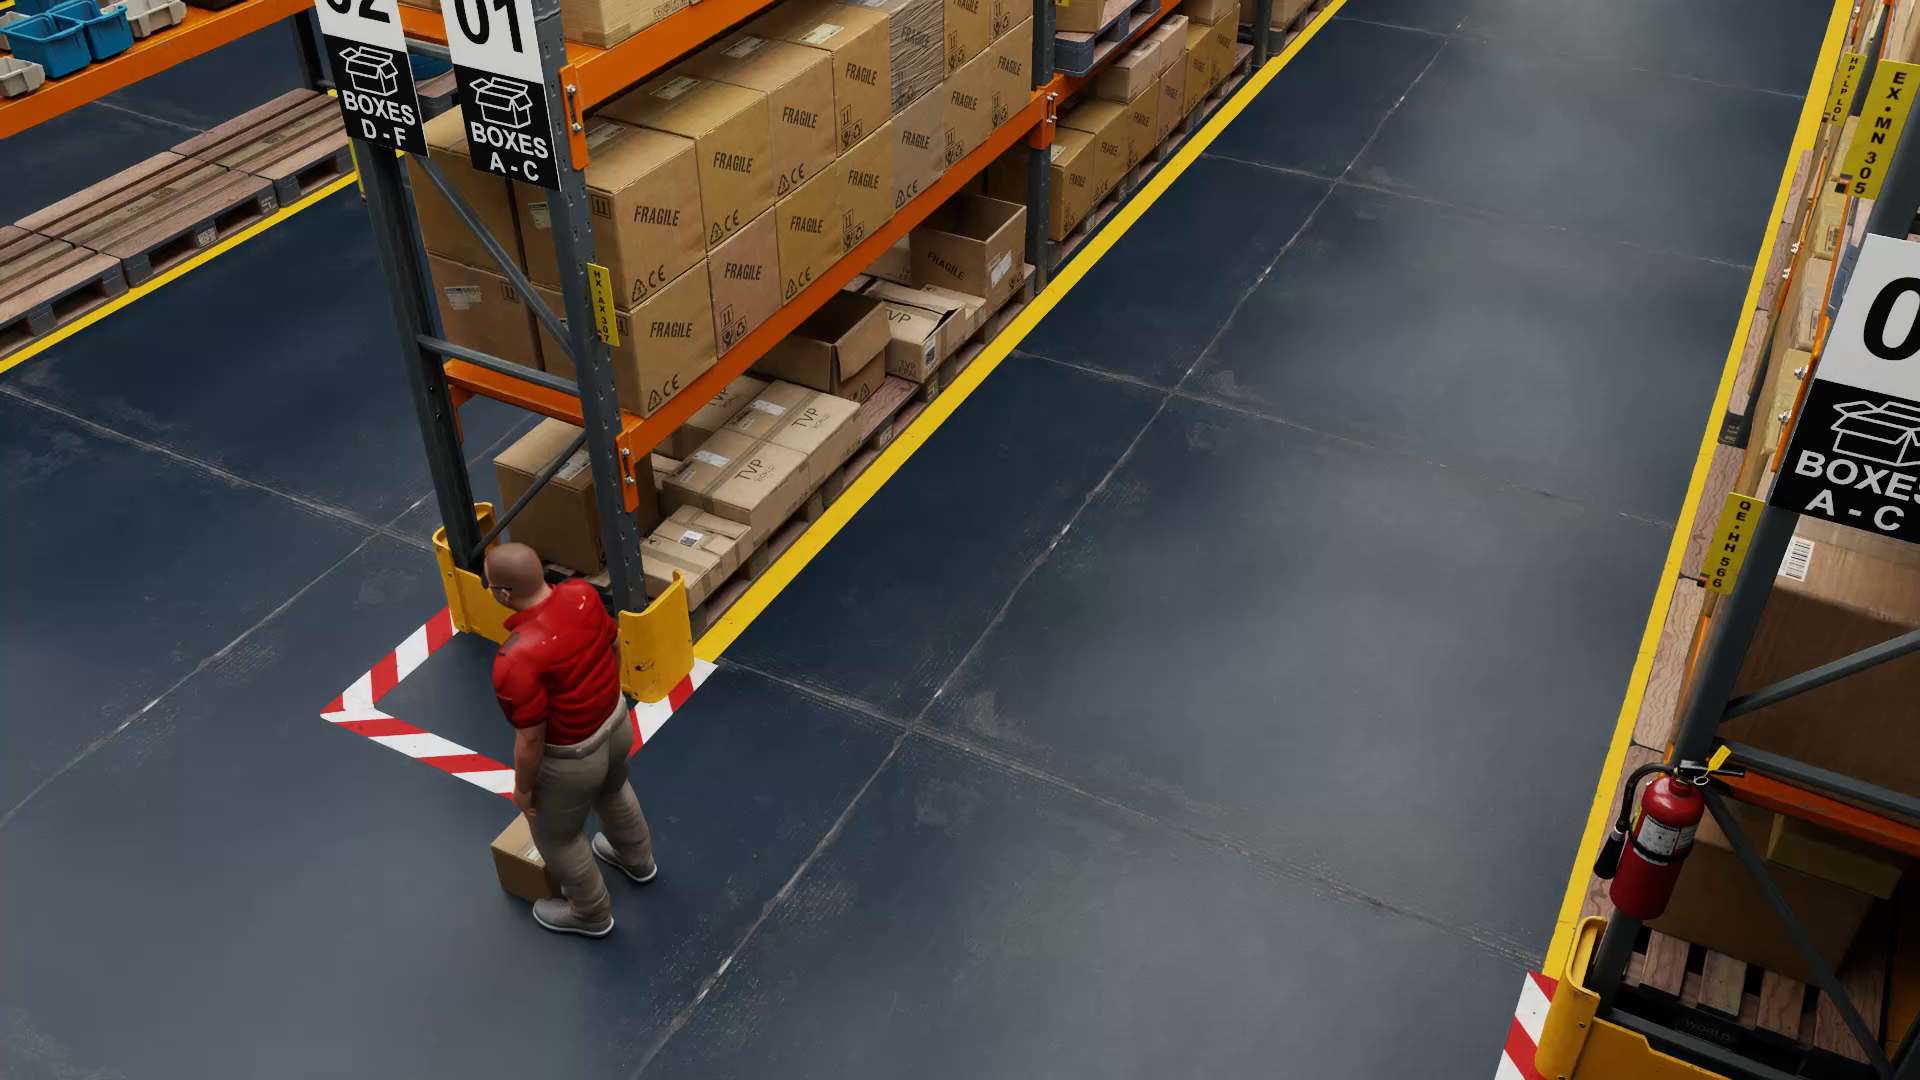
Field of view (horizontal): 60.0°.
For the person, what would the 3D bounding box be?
[{"bbox_3d":[-1.380,0.702,5.854,0.399,1.725,0.598,15,40,19],"label":"person"}]
